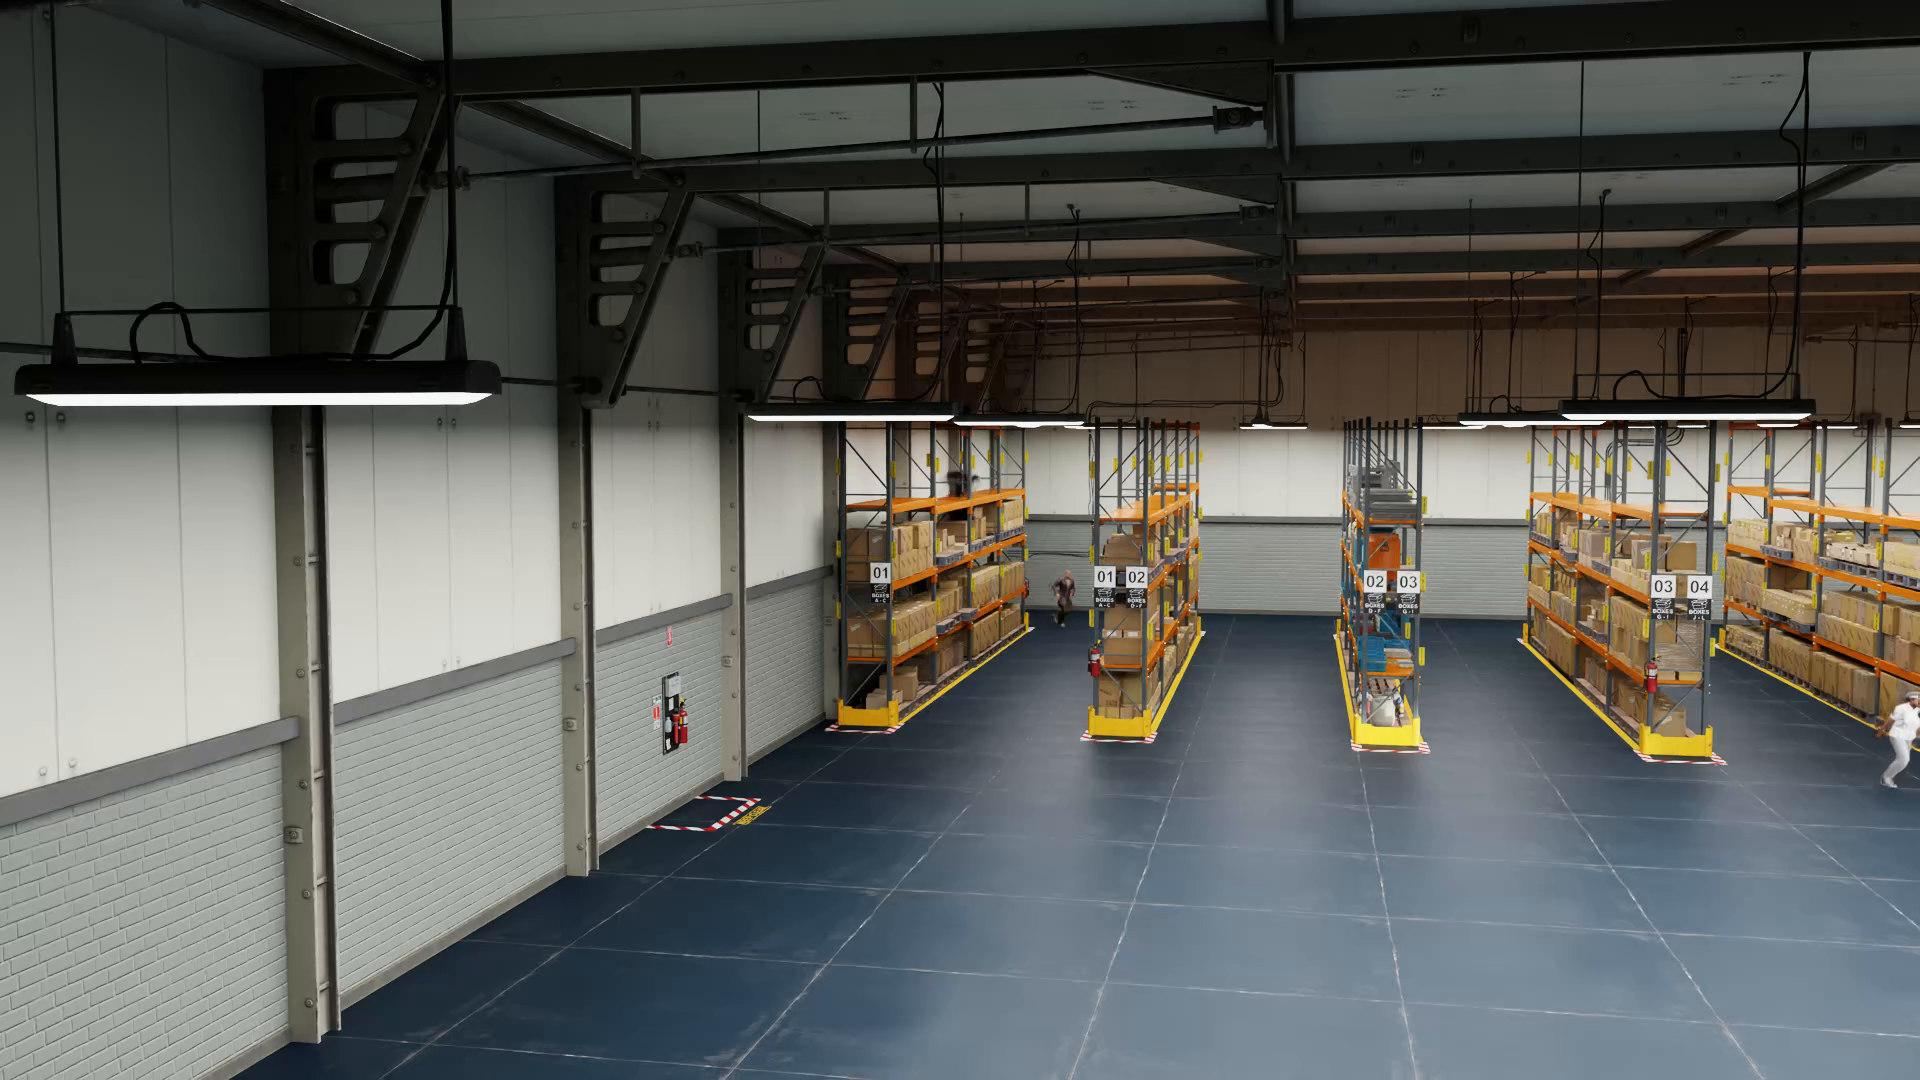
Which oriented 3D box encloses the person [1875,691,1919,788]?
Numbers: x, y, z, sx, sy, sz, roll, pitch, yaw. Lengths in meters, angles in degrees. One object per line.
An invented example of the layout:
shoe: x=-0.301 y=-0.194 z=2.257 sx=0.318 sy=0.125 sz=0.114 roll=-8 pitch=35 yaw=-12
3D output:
person: x=15.093 y=3.190 z=26.575 sx=0.556 sy=1.606 sz=0.712 roll=-1 pitch=4 yaw=-18

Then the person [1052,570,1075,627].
person: x=3.023 y=1.725 z=49.070 sx=0.610 sy=1.692 sz=0.803 roll=3 pitch=5 yaw=43

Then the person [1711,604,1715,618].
person: x=18.786 y=2.176 z=42.179 sx=0.634 sy=1.652 sz=0.720 roll=0 pitch=4 yaw=0
